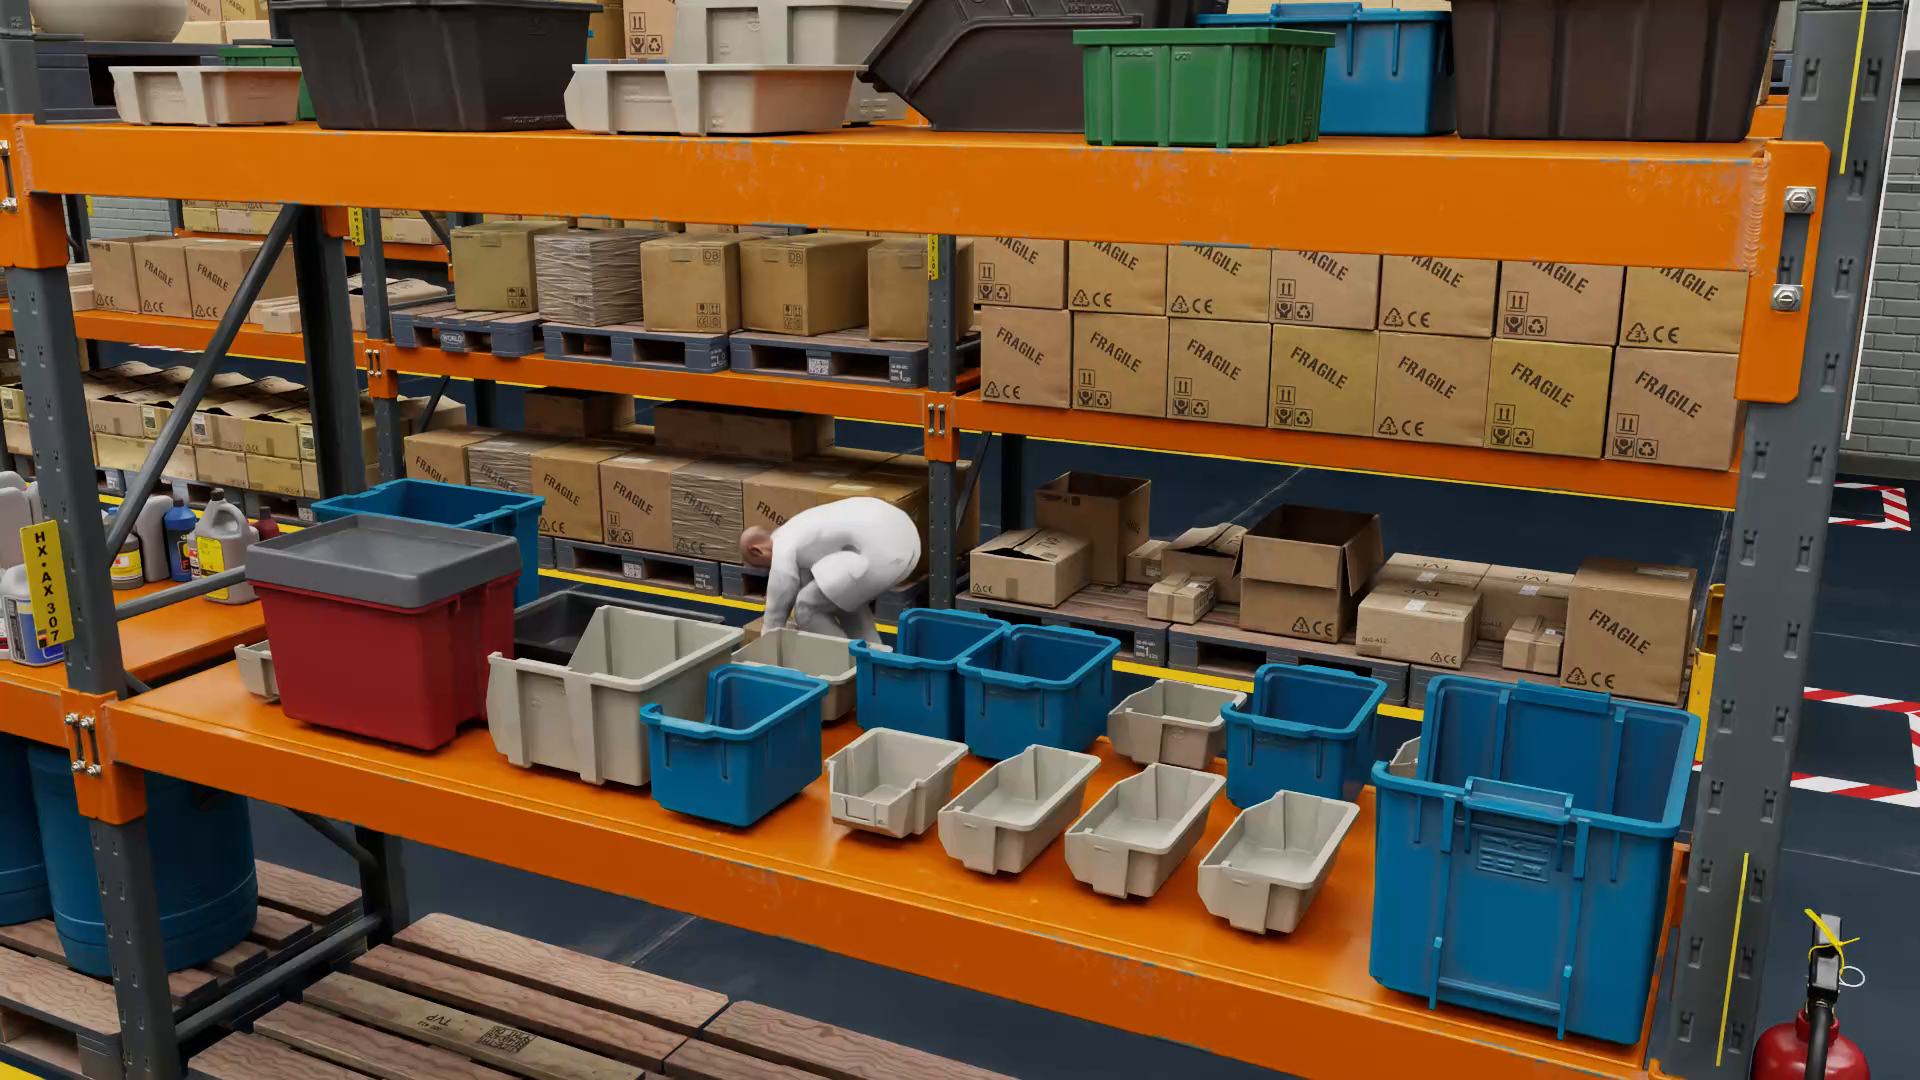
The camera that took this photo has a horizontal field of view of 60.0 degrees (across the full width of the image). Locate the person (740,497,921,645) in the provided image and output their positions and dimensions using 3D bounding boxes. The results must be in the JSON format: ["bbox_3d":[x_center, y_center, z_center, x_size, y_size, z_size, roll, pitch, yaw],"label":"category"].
[{"bbox_3d":[-0.641,0.264,8.083,0.943,0.980,0.581,7,17,23],"label":"person"}]
